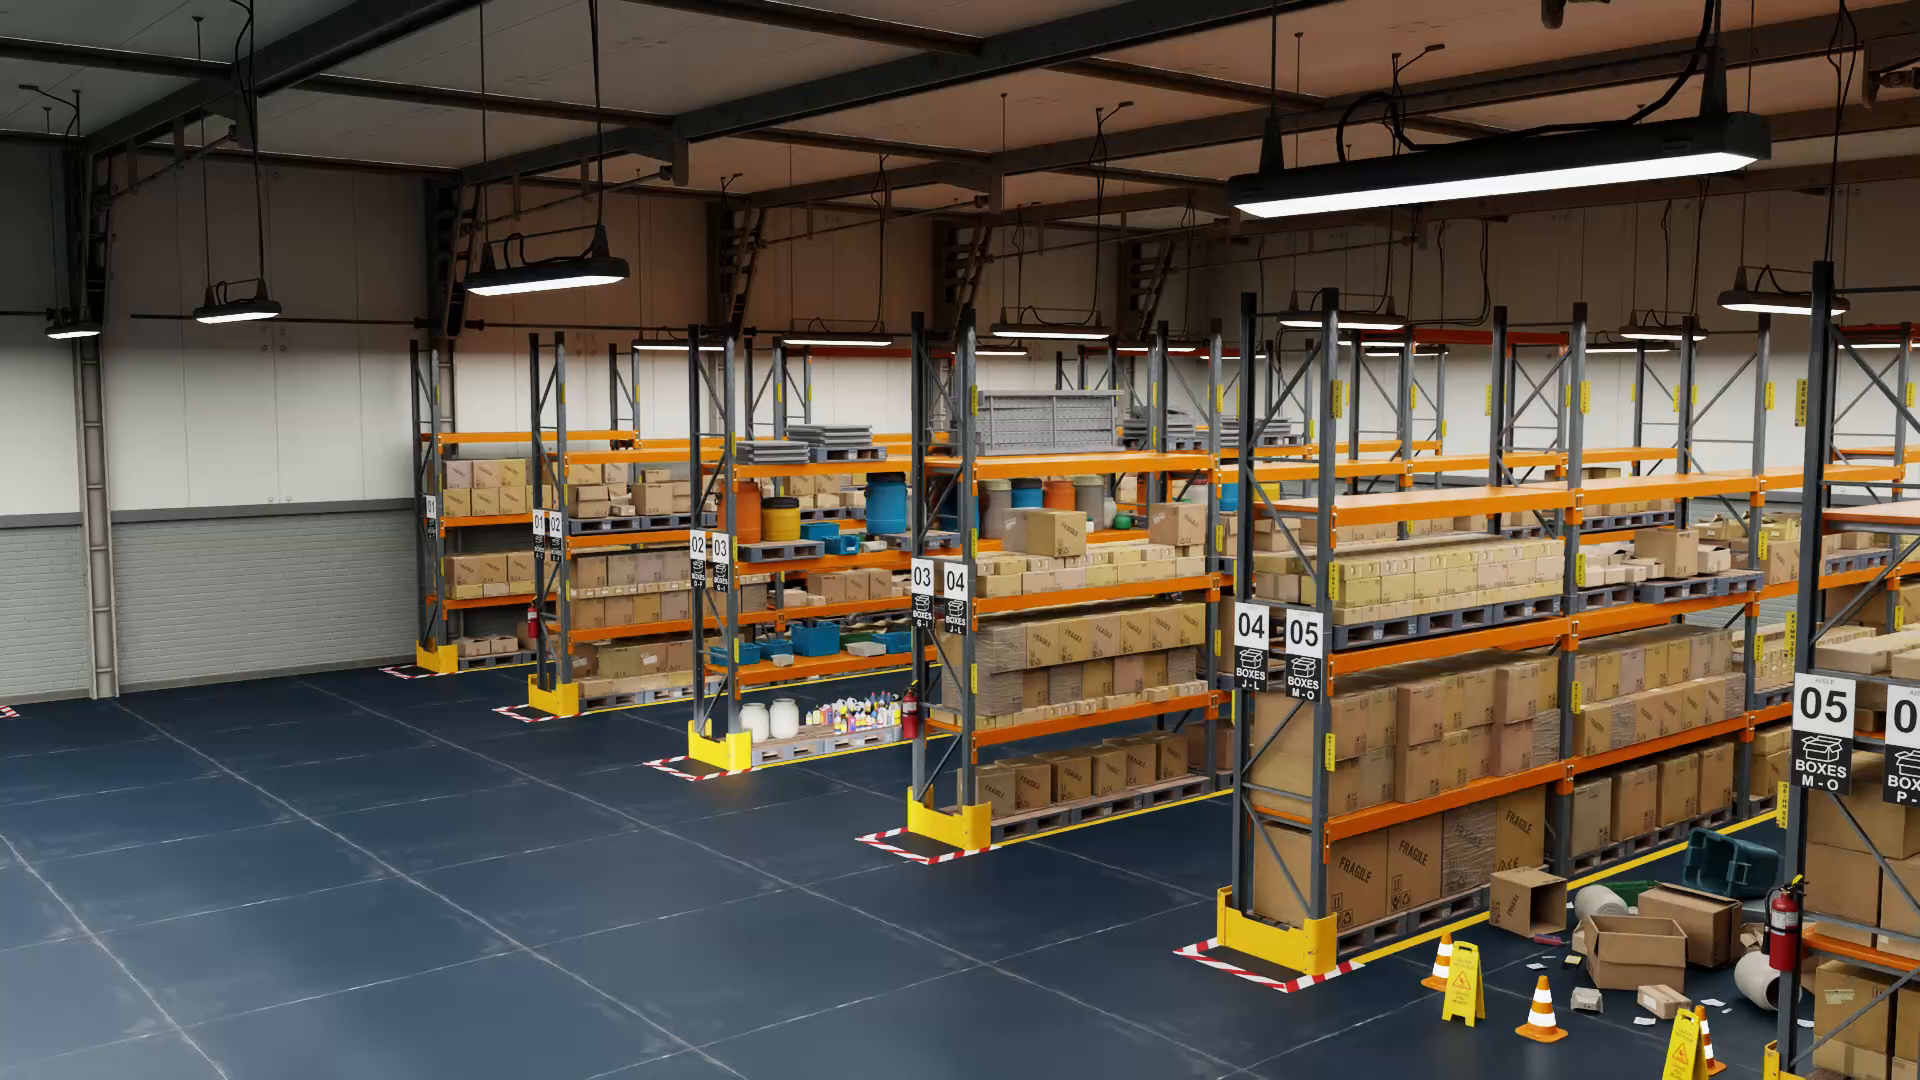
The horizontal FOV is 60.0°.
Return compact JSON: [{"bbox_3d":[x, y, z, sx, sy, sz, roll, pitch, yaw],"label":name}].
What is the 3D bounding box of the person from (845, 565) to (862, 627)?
[{"bbox_3d":[-2.120,1.209,33.471,0.639,1.738,0.741,3,6,32],"label":"person"}]
